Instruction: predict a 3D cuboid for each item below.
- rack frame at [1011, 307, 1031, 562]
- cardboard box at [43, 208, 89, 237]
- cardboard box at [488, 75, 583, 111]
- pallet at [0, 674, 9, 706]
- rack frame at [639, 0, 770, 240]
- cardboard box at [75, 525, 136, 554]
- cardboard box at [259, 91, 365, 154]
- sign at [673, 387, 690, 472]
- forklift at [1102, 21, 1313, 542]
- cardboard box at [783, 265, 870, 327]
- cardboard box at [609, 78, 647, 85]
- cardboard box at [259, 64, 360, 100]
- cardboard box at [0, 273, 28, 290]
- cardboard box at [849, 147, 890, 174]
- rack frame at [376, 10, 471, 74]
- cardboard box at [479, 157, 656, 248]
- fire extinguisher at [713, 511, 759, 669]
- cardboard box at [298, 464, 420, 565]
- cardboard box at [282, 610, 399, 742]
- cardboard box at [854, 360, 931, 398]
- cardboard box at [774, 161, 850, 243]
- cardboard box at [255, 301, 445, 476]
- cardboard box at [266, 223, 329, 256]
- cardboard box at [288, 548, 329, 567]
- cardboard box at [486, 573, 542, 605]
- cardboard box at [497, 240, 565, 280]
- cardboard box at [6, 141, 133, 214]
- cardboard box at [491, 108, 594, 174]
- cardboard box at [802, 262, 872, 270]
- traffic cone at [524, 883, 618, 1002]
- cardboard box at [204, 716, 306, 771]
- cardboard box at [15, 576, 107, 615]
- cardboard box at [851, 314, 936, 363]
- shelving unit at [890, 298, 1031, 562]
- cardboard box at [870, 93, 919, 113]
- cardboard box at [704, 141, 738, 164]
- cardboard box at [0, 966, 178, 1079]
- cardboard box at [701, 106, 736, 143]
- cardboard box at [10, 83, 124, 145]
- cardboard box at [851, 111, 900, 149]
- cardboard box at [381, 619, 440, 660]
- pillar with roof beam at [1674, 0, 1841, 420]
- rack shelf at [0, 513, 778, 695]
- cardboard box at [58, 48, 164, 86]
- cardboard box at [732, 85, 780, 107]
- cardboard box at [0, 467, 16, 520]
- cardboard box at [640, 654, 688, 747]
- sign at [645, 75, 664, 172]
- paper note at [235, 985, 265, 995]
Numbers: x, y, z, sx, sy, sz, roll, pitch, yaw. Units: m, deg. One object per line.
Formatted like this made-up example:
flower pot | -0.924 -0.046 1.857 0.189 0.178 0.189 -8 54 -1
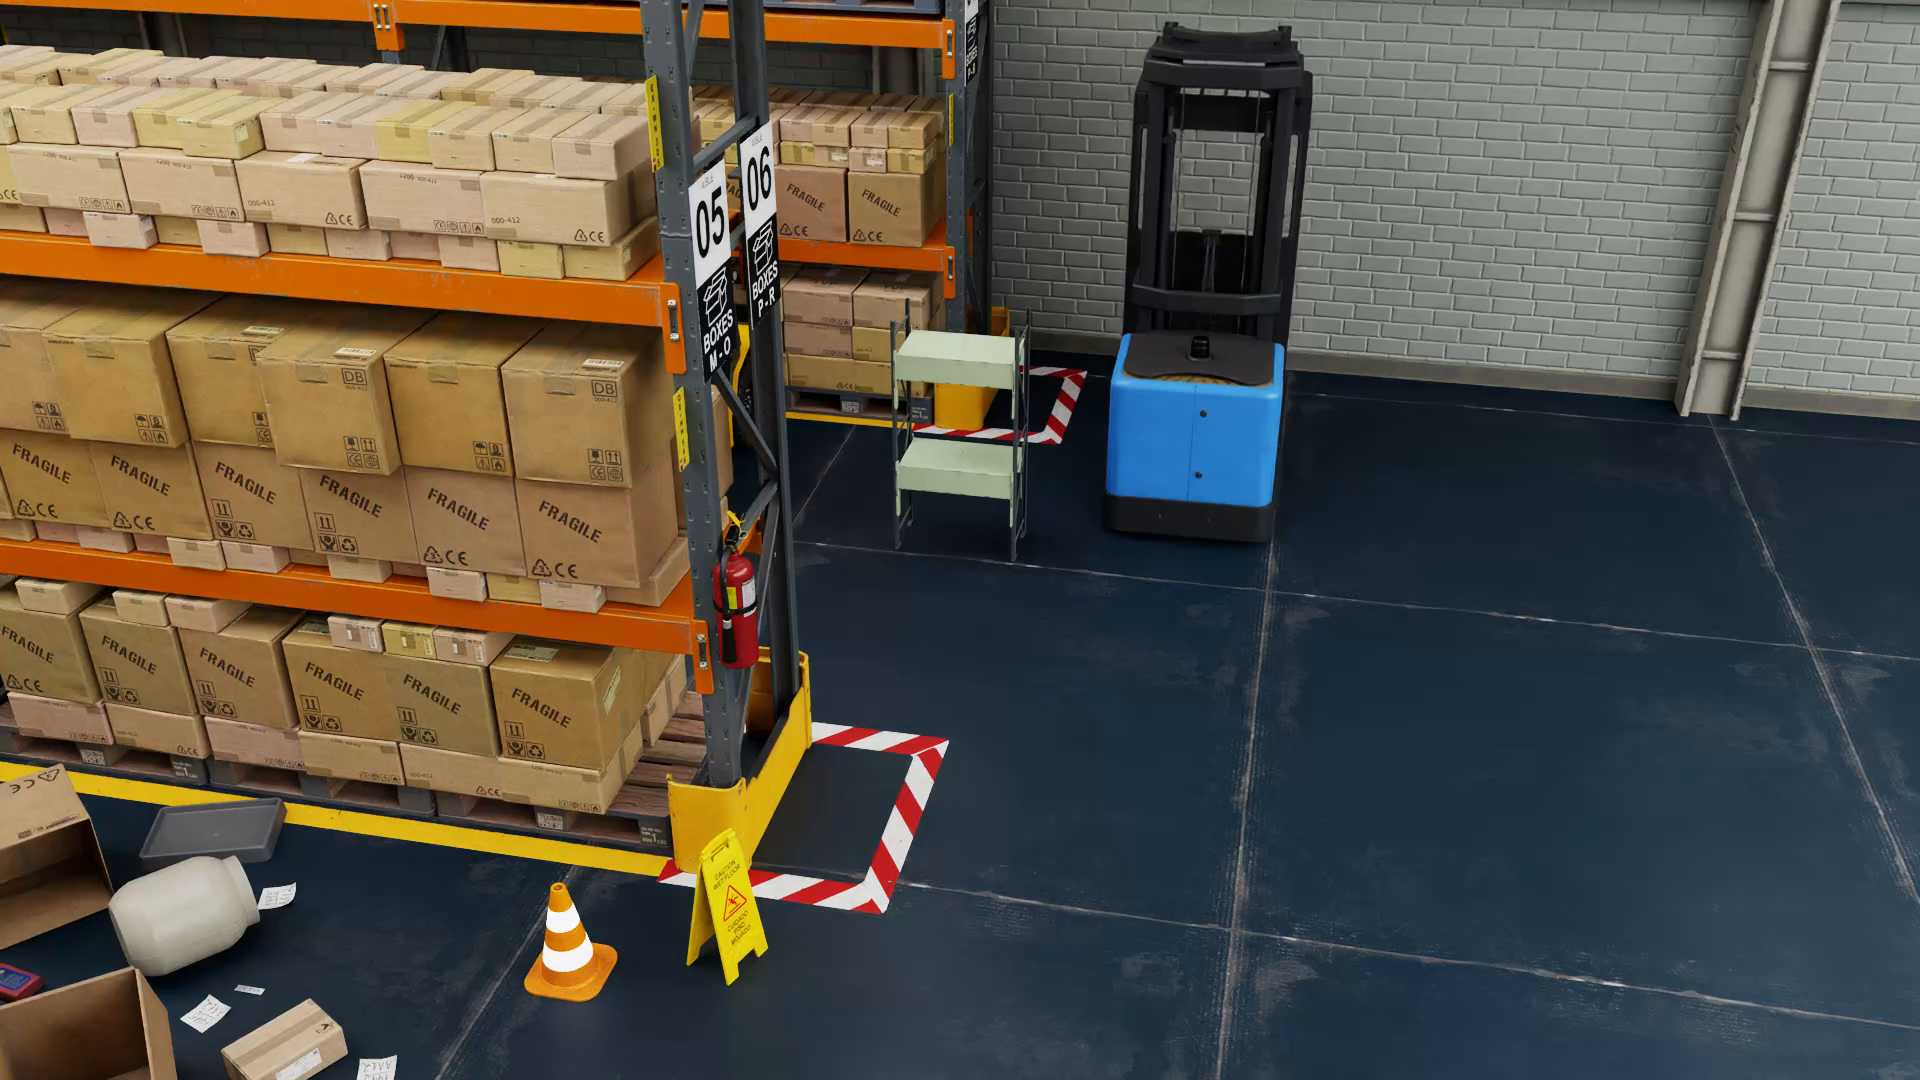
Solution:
rack frame | 0.364 -0.620 9.984 0.023 1.500 0.400 6 29 11
cardboard box | -3.614 -1.406 6.994 0.250 0.149 0.380 5 29 9
cardboard box | -1.747 -1.805 6.893 0.250 0.149 0.380 6 29 11
pallet | -5.635 0.698 8.917 1.213 0.211 1.003 6 29 11
rack frame | -0.961 -2.678 5.933 0.127 3.000 1.000 6 29 11
cardboard box | -3.873 -0.101 7.734 0.250 0.149 0.380 7 29 12
cardboard box | -2.576 -1.674 6.654 0.250 0.149 0.380 5 29 9
sign | -1.097 -0.435 6.547 0.005 0.325 0.100 6 29 11
forklift | 1.664 -1.959 10.939 1.130 2.935 3.031 5 29 9
cardboard box | -0.944 -1.743 11.857 0.500 0.250 0.500 6 29 11
cardboard box | -2.459 -3.252 12.139 0.250 0.149 0.380 5 29 10
cardboard box | -2.748 -1.901 7.068 0.250 0.149 0.380 6 29 12
cardboard box | -4.488 -0.915 7.504 0.500 0.500 0.700 6 29 10
cardboard box | -0.582 -2.621 11.297 0.250 0.149 0.380 6 29 11
rack frame | -3.840 -2.779 12.365 0.127 3.000 1.000 6 29 11
cardboard box | -1.518 -1.352 6.481 0.500 0.250 0.500 5 29 10
fire extinguisher | -0.945 0.215 6.976 0.183 0.674 0.296 6 29 11
cardboard box | -2.527 -0.250 7.332 0.500 0.500 0.500 6 29 10
cardboard box | -2.802 0.584 7.867 0.500 0.500 0.500 5 29 9
cardboard box | -0.454 -1.255 12.007 0.500 0.250 0.500 6 29 11
cardboard box | -0.970 -2.404 11.576 0.500 0.500 0.500 7 29 12
cardboard box | -2.520 -0.665 7.049 0.500 0.500 0.700 6 29 10
cardboard box | -2.615 -1.298 6.798 0.250 0.149 0.380 5 29 9
cardboard box | -2.862 -0.036 7.616 0.250 0.149 0.380 6 29 11
cardboard box | -1.889 0.117 7.336 0.250 0.149 0.380 5 29 10
cardboard box | -1.618 -1.166 6.557 0.250 0.149 0.380 6 29 11
cardboard box | -3.506 -1.552 6.846 0.500 0.250 0.500 6 29 11
cardboard box | -1.598 -1.541 6.411 0.250 0.149 0.380 6 29 11
cardboard box | -0.848 -1.980 12.290 0.500 0.250 0.500 6 29 11
traffic cone | -1.651 1.629 6.955 0.334 0.463 0.336 6 29 11
cardboard box | -3.308 0.860 8.143 0.500 0.250 0.500 5 29 10
cardboard box | -4.243 0.187 7.916 0.250 0.149 0.380 6 29 11
cardboard box | -0.469 -1.478 11.893 0.500 0.250 0.500 5 29 10
shelving unit | 0.007 -0.657 10.051 0.755 1.500 0.431 6 29 11
cardboard box | -0.459 -3.027 11.728 0.250 0.149 0.380 7 29 12
cardboard box | -1.585 -2.727 11.490 0.250 0.149 0.380 6 29 11
cardboard box | -3.207 2.061 6.123 0.637 0.503 0.797 -14 32 -24
cardboard box | -1.592 -2.855 11.414 0.250 0.149 0.380 6 29 12
cardboard box | -3.612 -1.735 6.765 0.250 0.149 0.380 5 29 9
cardboard box | -0.570 -2.784 11.284 0.250 0.149 0.380 6 29 11
cardboard box | -2.417 0.372 7.579 0.250 0.149 0.380 6 29 11
pillar with roof beam | 4.548 -2.879 6.300 0.400 9.000 9.100 6 29 11
rack shelf | -2.917 0.068 7.913 4.000 0.370 1.077 6 29 11
cardboard box | -3.730 -2.051 7.343 0.250 0.149 0.380 7 29 12
cardboard box | -1.460 -3.152 11.957 0.250 0.149 0.380 5 29 9
cardboard box | -4.501 -0.447 7.691 0.500 0.500 0.500 6 29 10
cardboard box | -1.692 0.764 8.318 0.500 0.250 0.500 6 29 10
sign | -1.097 -1.492 5.968 0.005 0.325 0.100 6 29 11
paper note | -2.974 1.883 6.962 0.123 0.001 0.032 6 29 11
